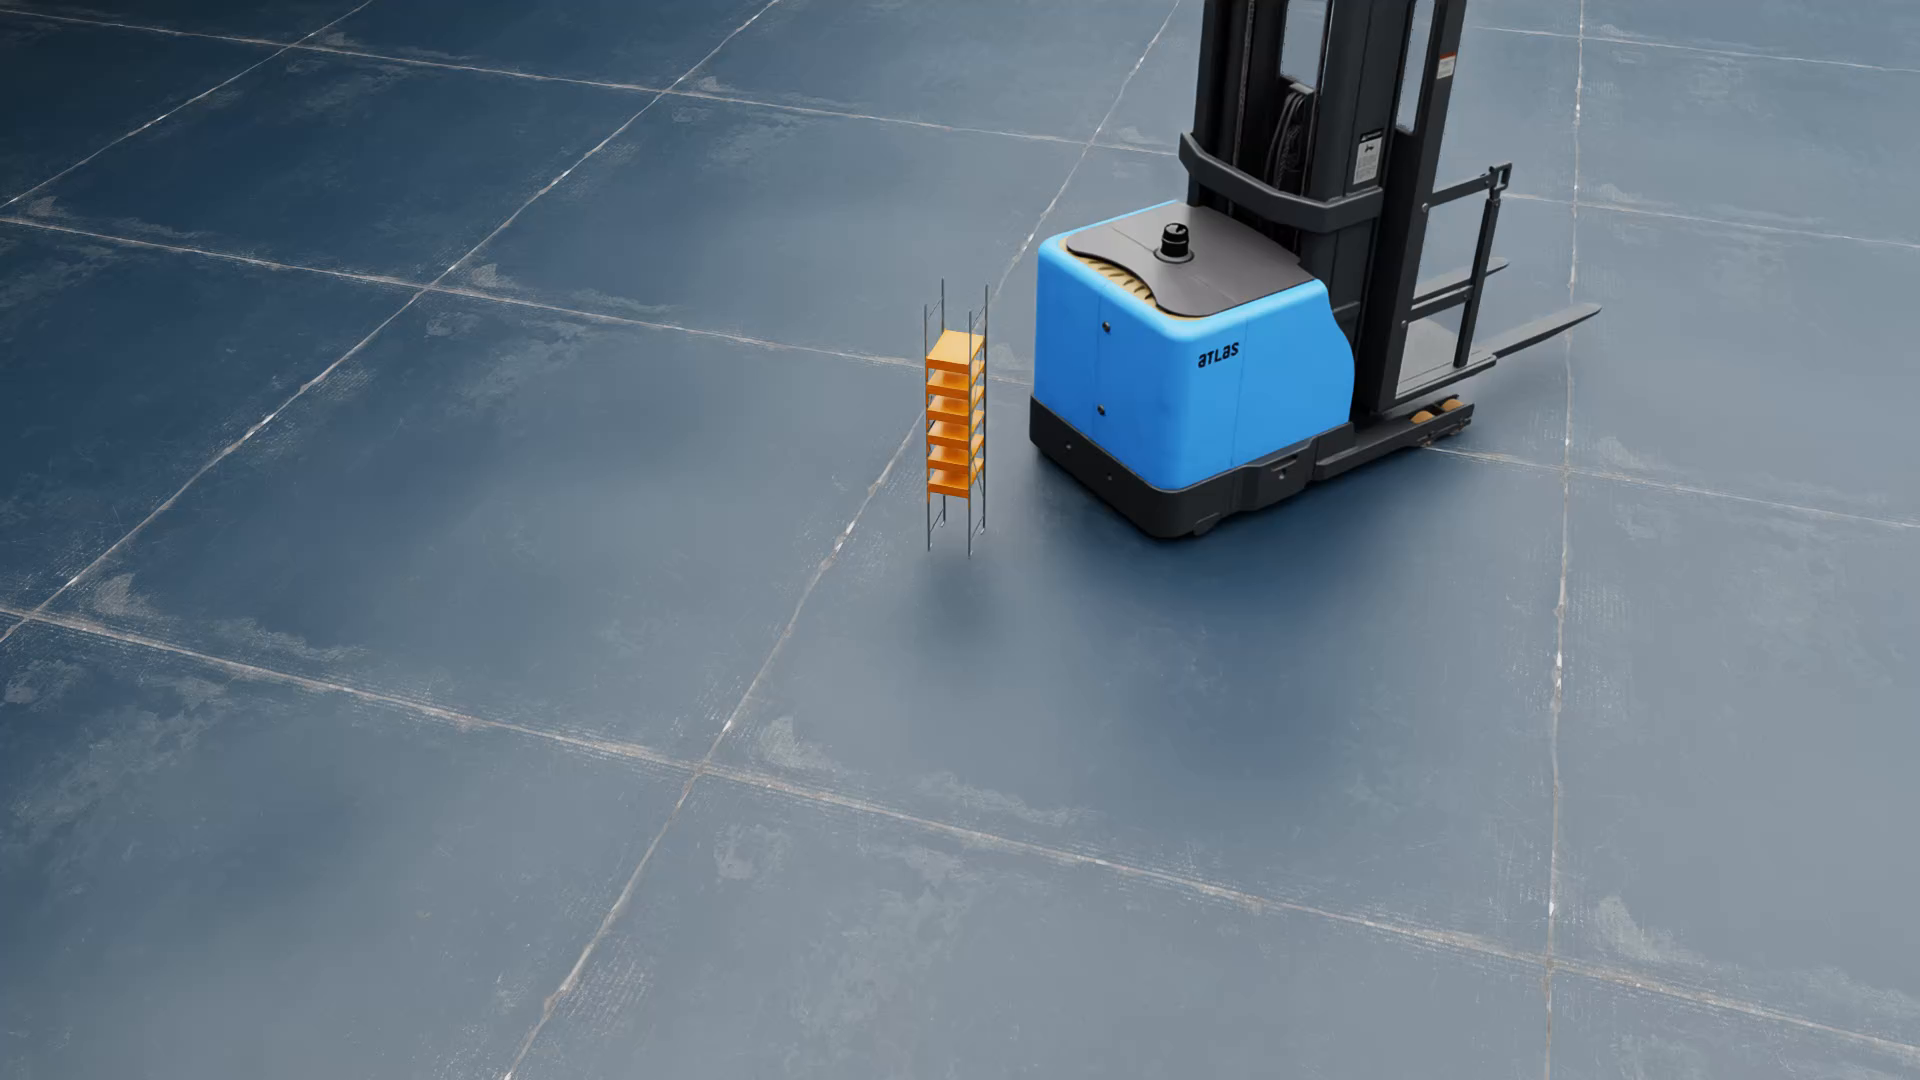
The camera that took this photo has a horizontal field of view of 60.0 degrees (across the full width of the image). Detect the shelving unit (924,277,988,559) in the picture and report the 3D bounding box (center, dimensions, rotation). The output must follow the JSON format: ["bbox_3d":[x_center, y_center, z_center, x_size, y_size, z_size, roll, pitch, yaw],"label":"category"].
[{"bbox_3d":[-0.014,-0.486,6.898,0.189,1.200,0.258,10,38,14],"label":"shelving unit"}]

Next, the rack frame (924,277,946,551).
[{"bbox_3d":[-0.101,-0.502,6.920,0.006,1.200,0.240,10,38,14],"label":"rack frame"}]

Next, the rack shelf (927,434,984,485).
[{"bbox_3d":[-0.014,-0.353,6.995,0.180,0.103,0.258,10,38,14],"label":"rack shelf"}]

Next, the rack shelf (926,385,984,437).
[{"bbox_3d":[-0.014,-0.547,6.853,0.180,0.103,0.258,10,38,14],"label":"rack shelf"}]

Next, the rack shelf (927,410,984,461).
[{"bbox_3d":[-0.014,-0.450,6.924,0.180,0.103,0.258,10,38,14],"label":"rack shelf"}]

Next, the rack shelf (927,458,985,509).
[{"bbox_3d":[-0.014,-0.257,7.066,0.180,0.103,0.258,10,38,14],"label":"rack shelf"}]

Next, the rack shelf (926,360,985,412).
[{"bbox_3d":[-0.014,-0.643,6.782,0.180,0.103,0.258,10,38,14],"label":"rack shelf"}]

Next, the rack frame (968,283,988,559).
[{"bbox_3d":[0.074,-0.470,6.876,0.006,1.200,0.240,10,38,14],"label":"rack frame"}]

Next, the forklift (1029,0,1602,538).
[{"bbox_3d":[1.835,-1.860,7.305,3.031,2.935,1.130,-21,41,-26],"label":"forklift"}]

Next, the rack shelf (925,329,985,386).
[{"bbox_3d":[-0.014,-0.740,6.711,0.180,0.103,0.258,10,38,14],"label":"rack shelf"}]
